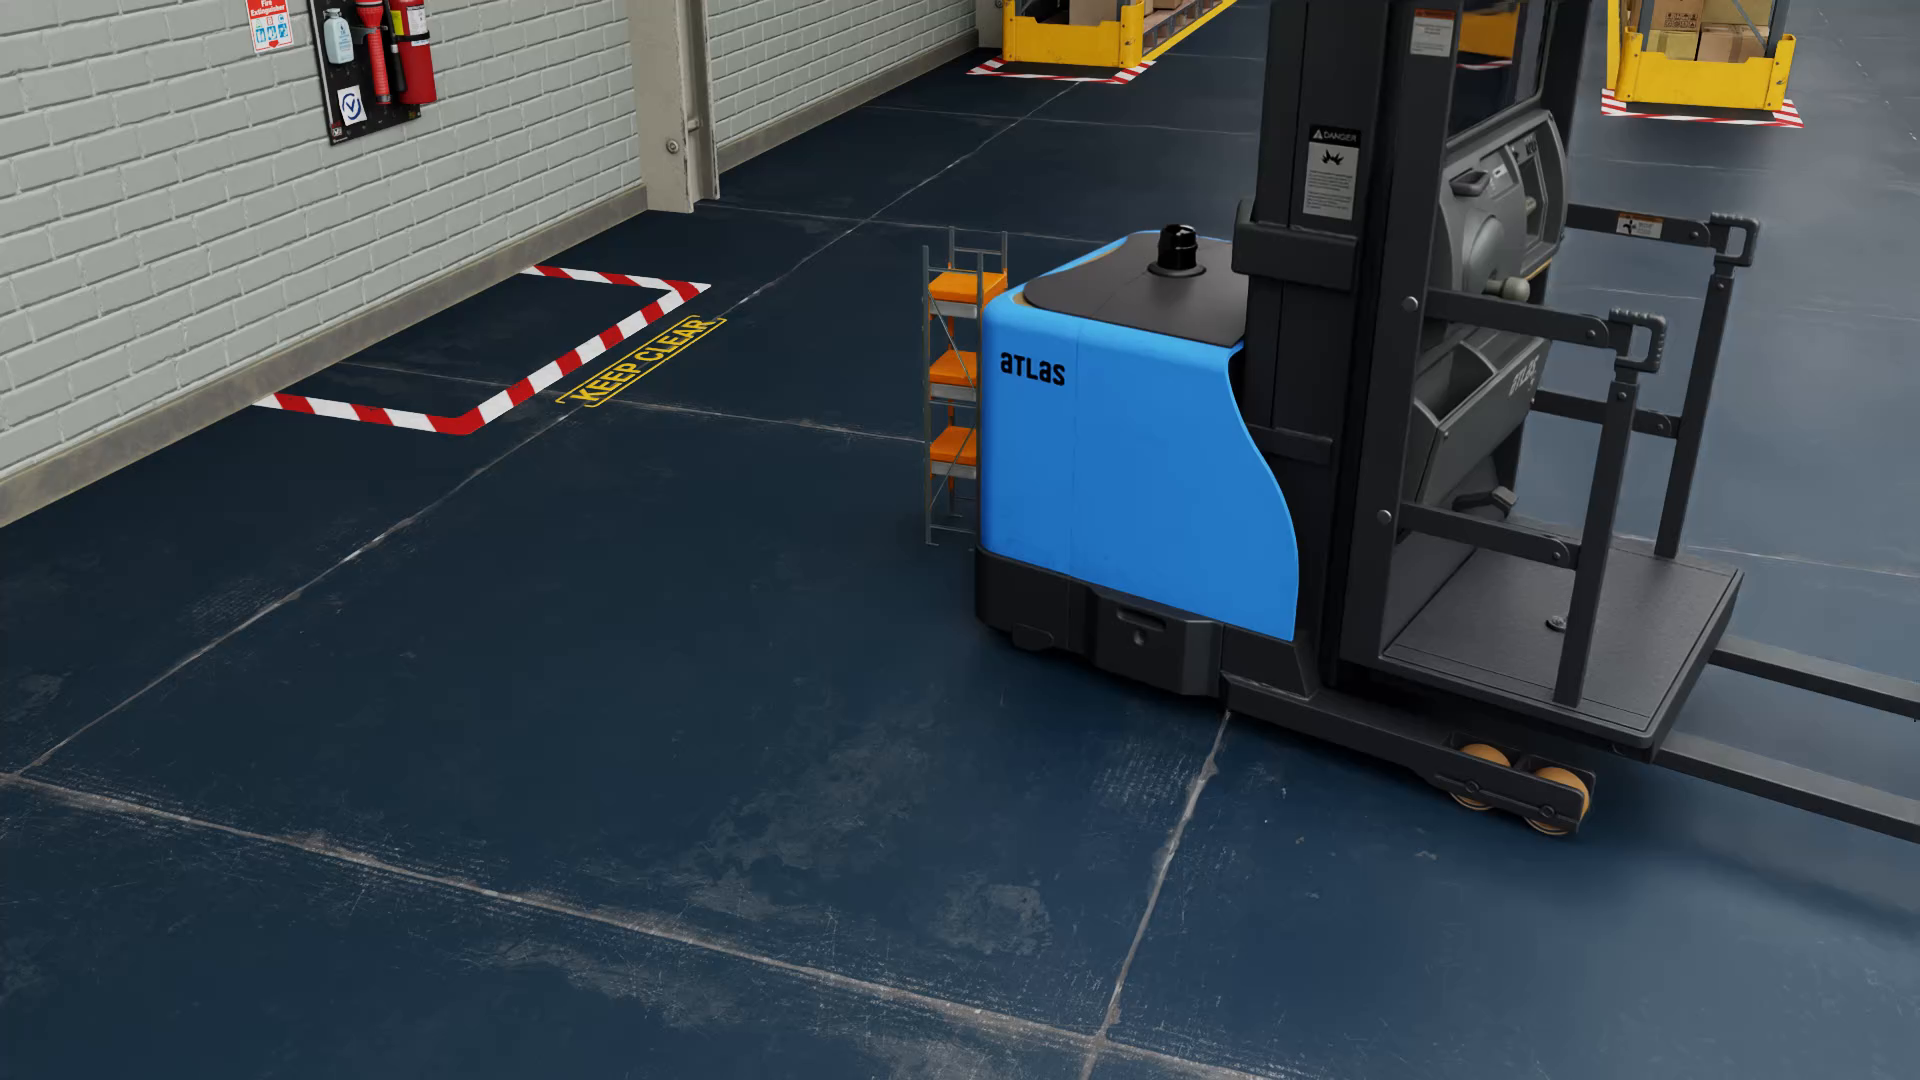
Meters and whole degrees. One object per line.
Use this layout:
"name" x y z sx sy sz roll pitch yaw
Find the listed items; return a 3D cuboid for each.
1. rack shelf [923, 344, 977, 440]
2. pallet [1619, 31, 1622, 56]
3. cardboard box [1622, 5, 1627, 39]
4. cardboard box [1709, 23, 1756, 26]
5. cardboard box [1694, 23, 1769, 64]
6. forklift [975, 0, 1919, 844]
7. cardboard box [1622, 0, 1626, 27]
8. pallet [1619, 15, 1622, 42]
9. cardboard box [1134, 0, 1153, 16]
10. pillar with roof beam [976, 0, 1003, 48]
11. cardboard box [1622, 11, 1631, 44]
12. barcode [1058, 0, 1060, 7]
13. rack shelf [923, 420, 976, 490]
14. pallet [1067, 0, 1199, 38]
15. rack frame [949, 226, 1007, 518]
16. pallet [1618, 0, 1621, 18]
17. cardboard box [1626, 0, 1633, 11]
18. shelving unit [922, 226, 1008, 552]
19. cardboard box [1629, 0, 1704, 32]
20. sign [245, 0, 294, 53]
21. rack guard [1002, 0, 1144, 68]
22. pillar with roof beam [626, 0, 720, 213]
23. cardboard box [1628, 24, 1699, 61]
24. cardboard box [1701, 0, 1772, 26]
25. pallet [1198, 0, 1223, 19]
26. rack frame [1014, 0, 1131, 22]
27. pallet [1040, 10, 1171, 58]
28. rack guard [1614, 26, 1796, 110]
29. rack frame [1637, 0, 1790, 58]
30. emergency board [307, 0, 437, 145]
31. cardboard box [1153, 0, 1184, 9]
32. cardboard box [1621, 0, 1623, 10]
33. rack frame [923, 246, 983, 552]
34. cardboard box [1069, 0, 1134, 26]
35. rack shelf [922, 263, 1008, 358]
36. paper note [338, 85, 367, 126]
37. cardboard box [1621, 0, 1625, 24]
"rack shelf" 0.018 -0.485 5.571 0.215 0.259 0.240 9 27 17
"pallet" 6.221 -4.256 14.298 1.003 0.211 1.213 9 27 17
"cardboard box" 5.818 -4.319 13.901 0.500 0.250 0.500 9 27 17
"cardboard box" 6.150 -4.037 13.318 0.500 0.250 0.500 9 27 17
"cardboard box" 5.987 -3.831 12.893 0.500 0.250 0.500 9 27 17
"forklift" 1.552 -0.837 4.116 3.031 2.935 1.130 17 30 30
"cardboard box" 5.986 -4.524 14.325 0.500 0.250 0.500 9 27 17
"pallet" 6.626 -4.759 15.337 1.003 0.211 1.213 9 27 17
"cardboard box" 1.431 -4.901 15.011 0.500 0.311 0.500 11 28 22
"pillar with roof beam" 4.403 -7.897 11.733 9.100 9.000 0.400 9 27 17
"cardboard box" 5.654 -4.113 13.476 0.500 0.250 0.500 9 27 17
"barcode" 0.870 -4.736 14.661 0.001 0.075 0.075 9 27 17
"rack shelf" 0.018 -0.235 5.692 0.215 0.259 0.240 9 27 17
"pallet" 1.663 -5.012 15.860 1.003 0.211 1.213 9 27 17
"rack frame" 0.058 -0.545 5.670 0.200 1.050 0.008 9 27 17
"pallet" 7.138 -5.388 16.636 1.003 0.211 1.213 9 27 17
"cardboard box" 5.815 -4.657 13.738 0.500 0.500 0.500 9 27 17
"shelving unit" 0.018 -0.495 5.567 0.215 1.050 0.252 9 27 17
"cardboard box" 5.496 -4.243 12.885 0.500 0.500 0.500 9 27 17
"sign" -2.793 -2.149 6.705 0.001 0.329 0.234 9 27 17
"rack guard" 0.951 -4.314 14.086 1.175 0.500 0.348 9 27 17
"pillar with roof beam" 2.406 -5.431 6.641 9.100 9.000 0.400 9 27 17
"cardboard box" 5.498 -3.906 13.048 0.500 0.250 0.500 9 27 17
"cardboard box" 6.151 -4.374 13.154 0.500 0.500 0.500 9 27 17
"pallet" 2.067 -5.515 16.899 1.003 0.211 1.213 9 27 17
"rack frame" 0.926 -5.408 13.477 1.000 3.000 0.127 9 27 17
"pallet" 1.255 -4.513 14.828 1.003 0.211 1.213 9 27 17
"rack guard" 5.591 -3.556 12.521 1.175 0.500 0.348 9 27 17
"rack frame" 5.599 -4.691 11.996 1.000 3.000 0.127 9 27 17
"emergency board" -2.512 -2.345 7.152 0.194 1.169 0.643 9 27 17
"cardboard box" 1.722 -5.281 15.578 0.700 0.500 0.500 7 27 14
"cardboard box" 6.318 -4.935 15.174 0.500 0.250 0.500 9 27 17
"rack frame" -0.023 -0.444 5.463 0.200 1.050 0.008 9 27 17
"cardboard box" 1.241 -4.667 14.527 0.500 0.311 0.500 6 26 12
"rack shelf" 0.018 -0.740 5.448 0.215 0.259 0.240 9 27 17
"paper note" -2.636 -1.886 7.214 0.016 0.148 0.142 9 27 17
"cardboard box" 6.147 -4.730 14.751 0.500 0.250 0.500 9 27 17
